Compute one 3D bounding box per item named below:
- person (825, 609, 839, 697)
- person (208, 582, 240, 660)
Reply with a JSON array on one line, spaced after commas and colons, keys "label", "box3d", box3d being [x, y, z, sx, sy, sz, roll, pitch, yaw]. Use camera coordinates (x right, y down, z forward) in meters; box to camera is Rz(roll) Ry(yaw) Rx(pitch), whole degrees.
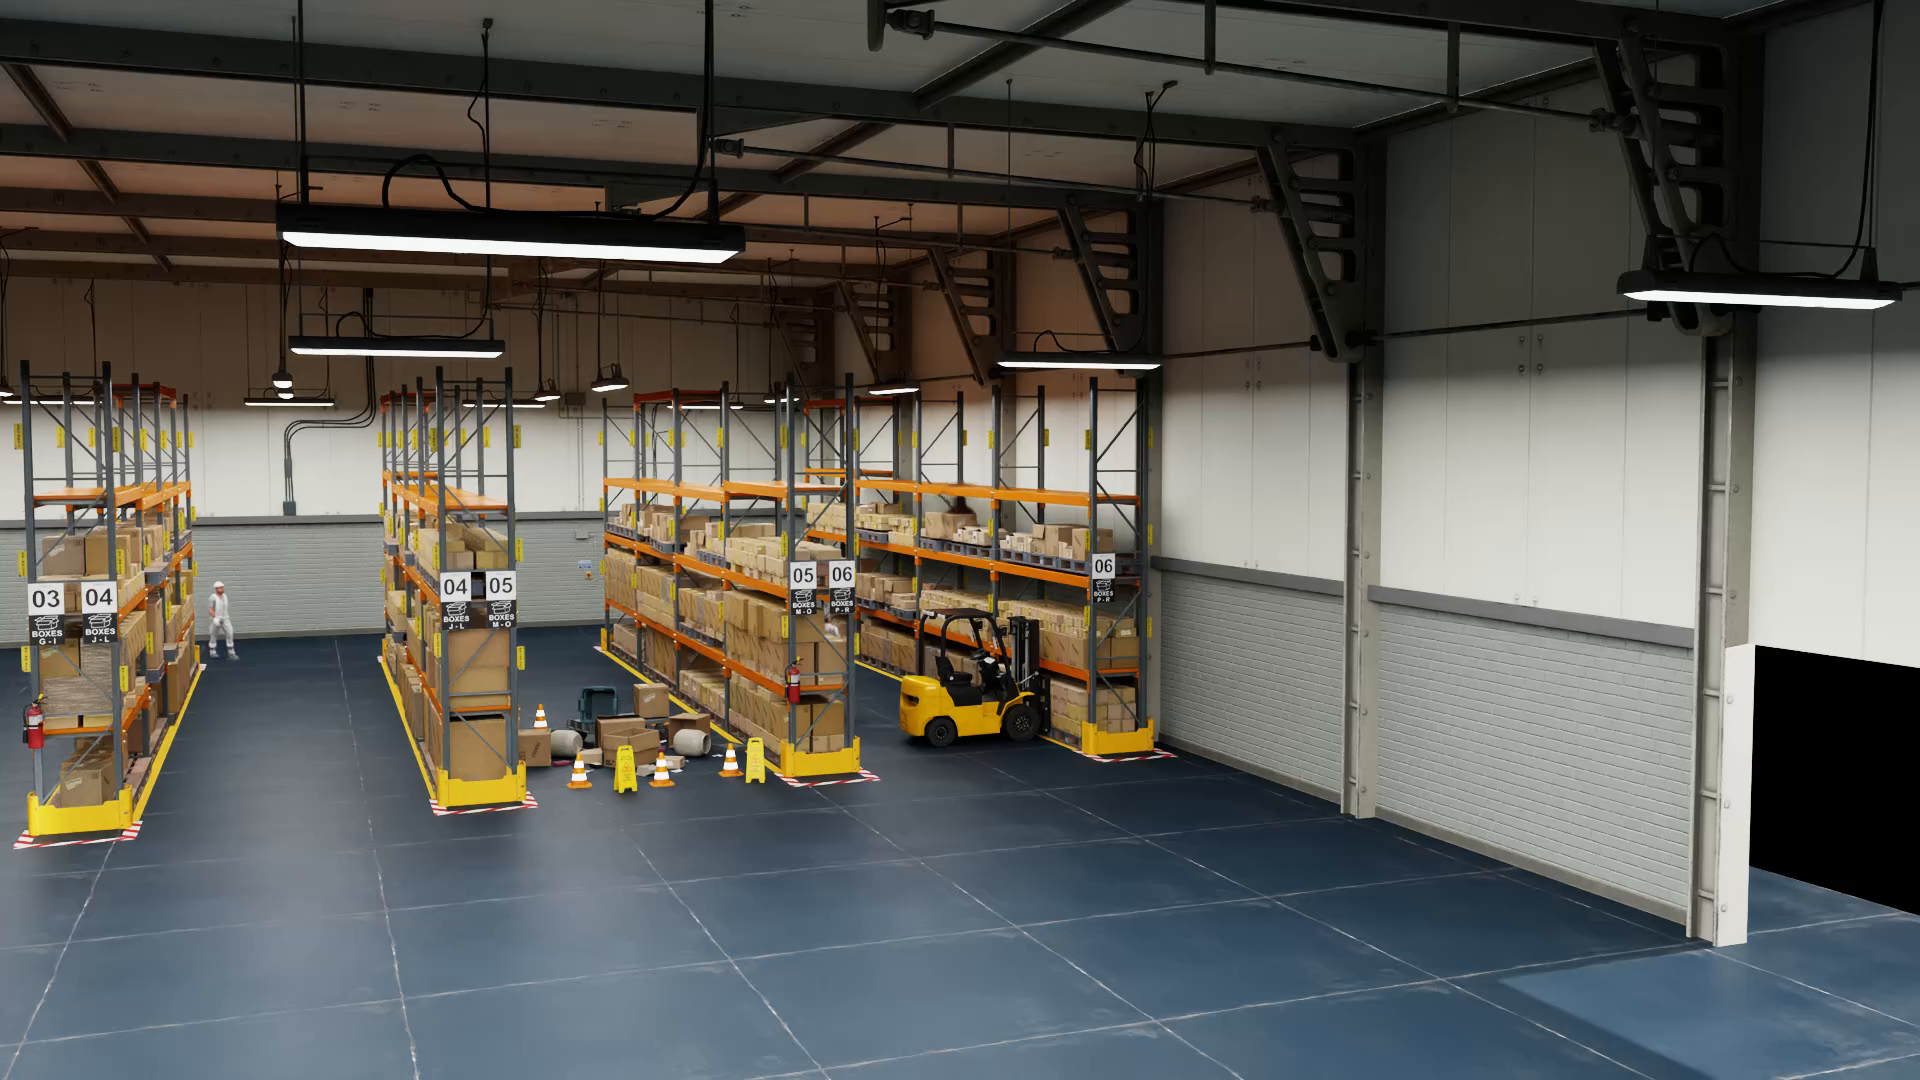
[{"label": "person", "box3d": [-2.495, 2.137, 30.987, 0.434, 1.712, 0.732, -2, 4, -25]}, {"label": "person", "box3d": [-16.801, 1.824, 37.772, 0.895, 1.758, 0.537, 3, 5, 41]}]
